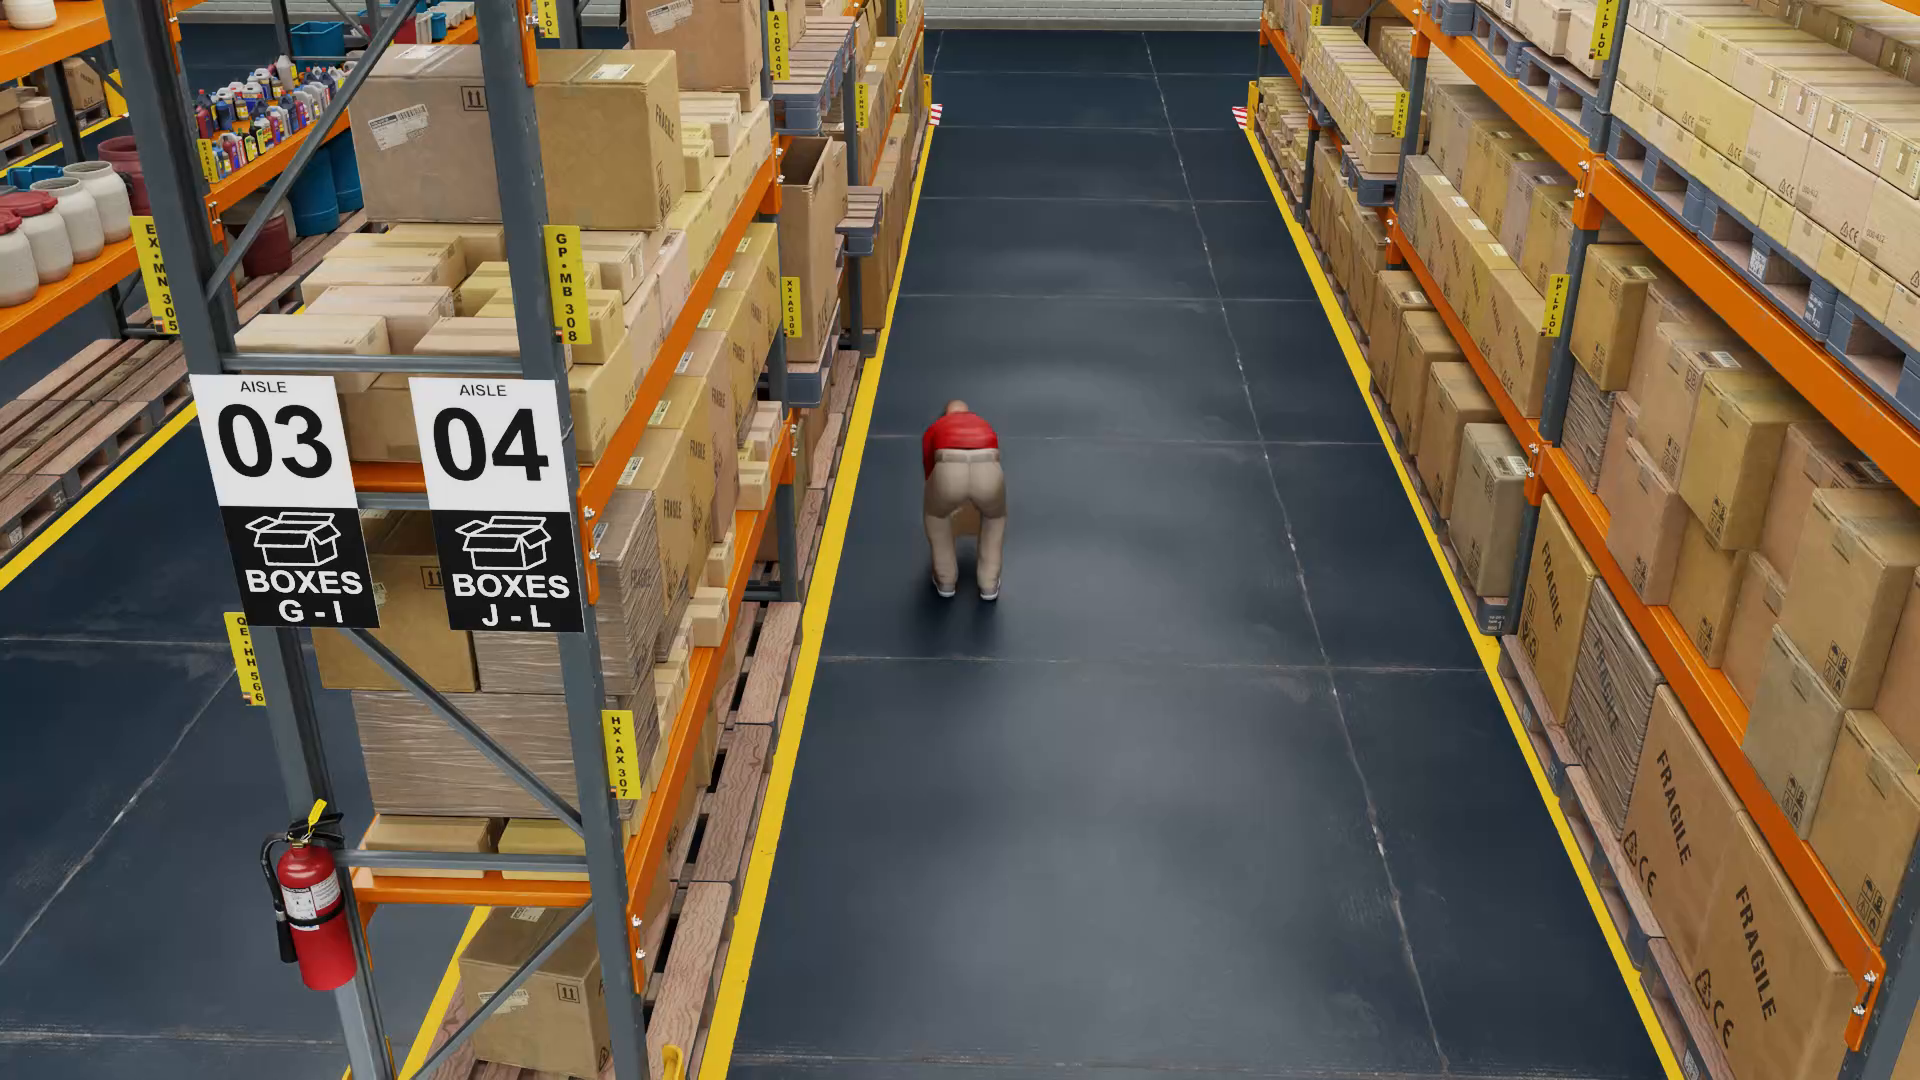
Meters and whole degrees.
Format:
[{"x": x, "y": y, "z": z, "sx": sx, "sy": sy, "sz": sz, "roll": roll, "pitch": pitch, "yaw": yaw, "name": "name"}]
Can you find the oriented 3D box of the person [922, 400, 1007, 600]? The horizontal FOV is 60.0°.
[{"x": 0.025, "y": -0.258, "z": 9.872, "sx": 0.499, "sy": 1.038, "sz": 0.963, "roll": -2, "pitch": 28, "yaw": -3, "name": "person"}]
